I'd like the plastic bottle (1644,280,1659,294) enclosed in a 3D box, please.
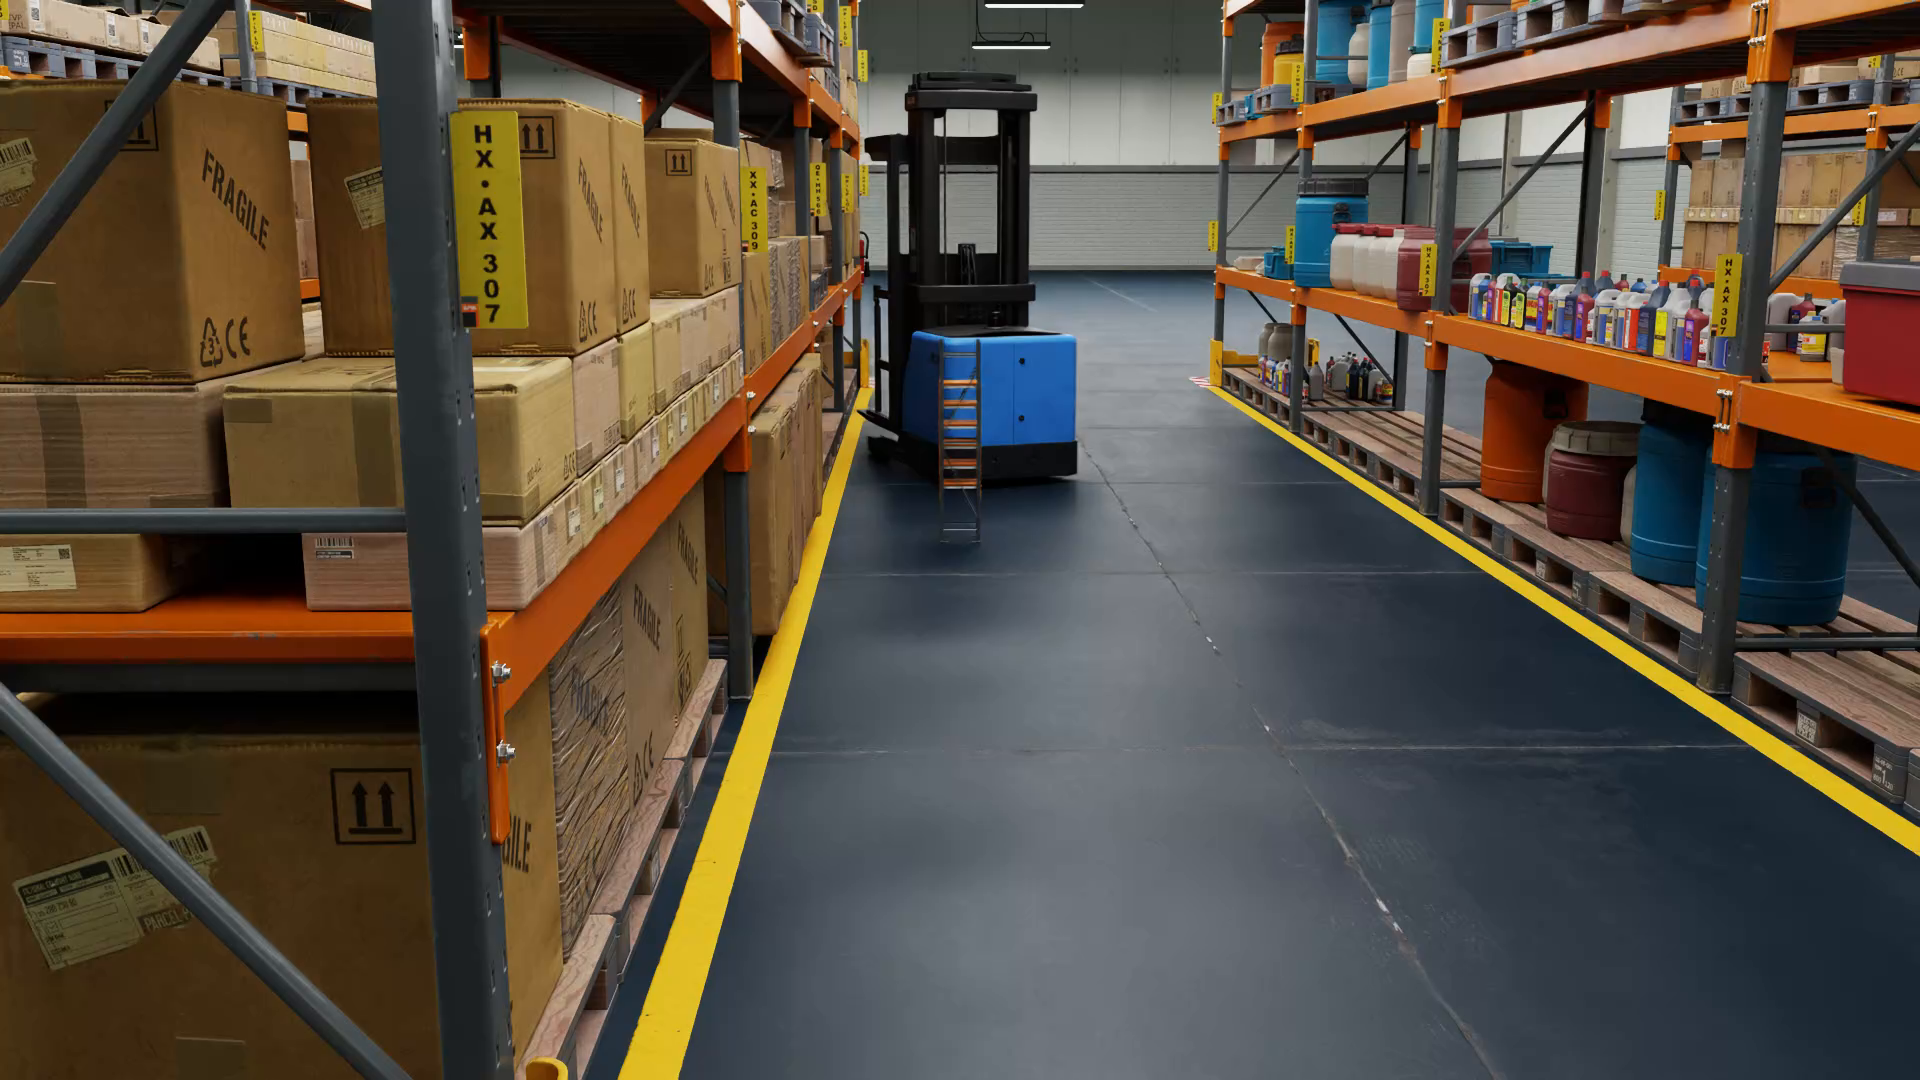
[{"bbox_3d":[3.945,-1.345,9.470,0.097,0.271,0.097,0,11,0],"label":"plastic bottle"}]

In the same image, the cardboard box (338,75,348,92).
[{"bbox_3d":[-6.188,-4.437,16.164,0.380,0.149,0.250,0,11,0],"label":"cardboard box"}]

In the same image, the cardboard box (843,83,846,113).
[{"bbox_3d":[-1.290,-4.000,15.066,0.500,0.250,0.500,0,11,-2],"label":"cardboard box"}]

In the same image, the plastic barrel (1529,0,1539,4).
[{"bbox_3d":[3.306,-3.022,9.198,0.294,0.245,0.294,0,11,0],"label":"plastic barrel"}]

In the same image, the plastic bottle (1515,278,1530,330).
[{"bbox_3d":[3.171,-1.324,9.335,0.061,0.283,0.133,0,11,-1],"label":"plastic bottle"}]

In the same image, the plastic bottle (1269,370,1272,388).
[{"bbox_3d":[3.085,-1.598,16.325,0.097,0.201,0.097,0,11,0],"label":"plastic bottle"}]

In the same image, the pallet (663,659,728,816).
[{"bbox_3d":[-1.418,0.700,6.077,1.003,0.211,1.213,0,11,-1],"label":"pallet"}]

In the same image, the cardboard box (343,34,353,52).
[{"bbox_3d":[-6.193,-4.877,16.329,0.380,0.149,0.250,0,11,-2],"label":"cardboard box"}]

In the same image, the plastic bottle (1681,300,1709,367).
[{"bbox_3d":[3.214,-0.904,7.264,0.061,0.283,0.133,0,11,-1],"label":"plastic bottle"}]

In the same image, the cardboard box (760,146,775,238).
[{"bbox_3d":[-1.429,-1.879,9.001,0.797,0.503,0.637,0,11,0],"label":"cardboard box"}]

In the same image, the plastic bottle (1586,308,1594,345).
[{"bbox_3d":[3.210,-1.087,8.370,0.097,0.201,0.097,0,11,0],"label":"plastic bottle"}]

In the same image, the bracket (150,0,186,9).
[{"bbox_3d":[-17.440,-11.881,36.936,0.076,0.066,4.783,0,11,-1],"label":"bracket"}]

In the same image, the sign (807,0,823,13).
[{"bbox_3d":[-0.883,-3.376,10.111,0.100,0.325,0.005,0,11,-1],"label":"sign"}]

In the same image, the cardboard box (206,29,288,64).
[{"bbox_3d":[-6.212,-4.303,14.504,0.500,0.250,0.500,0,11,-1],"label":"cardboard box"}]

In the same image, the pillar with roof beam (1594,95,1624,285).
[{"bbox_3d":[9.456,-9.629,34.890,9.100,9.000,0.548,0,11,-1],"label":"pillar with roof beam"}]

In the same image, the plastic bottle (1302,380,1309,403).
[{"bbox_3d":[3.112,-1.344,15.069,0.097,0.201,0.097,0,11,0],"label":"plastic bottle"}]

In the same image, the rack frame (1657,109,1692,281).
[{"bbox_3d":[8.301,-3.243,18.501,1.000,3.000,0.127,0,11,-1],"label":"rack frame"}]

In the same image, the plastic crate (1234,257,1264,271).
[{"bbox_3d":[3.045,-2.915,17.547,0.298,0.136,0.250,0,11,-1],"label":"plastic crate"}]

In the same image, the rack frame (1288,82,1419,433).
[{"bbox_3d":[3.431,-2.428,14.485,1.000,3.000,0.127,0,11,-1],"label":"rack frame"}]

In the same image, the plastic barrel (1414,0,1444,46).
[{"bbox_3d":[3.685,-3.784,12.361,0.600,0.901,0.708,0,11,-1],"label":"plastic barrel"}]

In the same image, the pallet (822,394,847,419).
[{"bbox_3d":[-1.570,-1.175,15.319,1.003,0.211,1.213,0,11,-1],"label":"pallet"}]

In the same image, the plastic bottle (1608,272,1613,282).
[{"bbox_3d":[3.948,-1.498,10.190,0.061,0.283,0.133,0,11,-1],"label":"plastic bottle"}]

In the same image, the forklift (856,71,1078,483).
[{"bbox_3d":[-0.100,-2.094,13.007,1.130,2.935,3.031,-4,12,-18],"label":"forklift"}]

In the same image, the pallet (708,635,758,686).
[{"bbox_3d":[-1.447,0.396,7.578,1.003,0.211,1.213,0,11,-1],"label":"pallet"}]

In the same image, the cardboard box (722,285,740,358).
[{"bbox_3d":[-1.084,-0.803,6.104,0.500,0.250,0.500,0,11,-2],"label":"cardboard box"}]

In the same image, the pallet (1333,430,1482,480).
[{"bbox_3d":[3.514,-0.663,12.795,1.003,0.211,1.213,0,11,-1],"label":"pallet"}]

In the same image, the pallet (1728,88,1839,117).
[{"bbox_3d":[8.317,-4.286,16.320,1.003,0.211,1.213,0,11,-1],"label":"pallet"}]

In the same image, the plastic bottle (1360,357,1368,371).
[{"bbox_3d":[3.825,-1.546,15.689,0.144,0.351,0.185,-1,11,-4],"label":"plastic bottle"}]

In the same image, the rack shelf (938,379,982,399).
[{"bbox_3d":[0.000,-0.900,9.891,0.258,0.103,0.180,0,11,-1],"label":"rack shelf"}]

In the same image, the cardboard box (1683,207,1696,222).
[{"bbox_3d":[8.093,-3.531,18.038,0.380,0.149,0.250,0,11,-2],"label":"cardboard box"}]

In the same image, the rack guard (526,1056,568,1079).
[{"bbox_3d":[-1.273,1.207,2.852,1.175,0.500,0.348,0,11,-1],"label":"rack guard"}]

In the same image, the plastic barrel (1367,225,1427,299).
[{"bbox_3d":[3.255,-2.072,12.387,0.433,0.535,0.433,0,11,0],"label":"plastic barrel"}]

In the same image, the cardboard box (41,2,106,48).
[{"bbox_3d":[-6.205,-3.508,11.334,0.500,0.250,0.500,0,11,0],"label":"cardboard box"}]

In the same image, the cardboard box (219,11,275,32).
[{"bbox_3d":[-6.150,-4.474,14.343,0.380,0.149,0.250,0,11,-1],"label":"cardboard box"}]

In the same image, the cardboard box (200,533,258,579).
[{"bbox_3d":[-1.617,-0.021,3.249,0.380,0.149,0.250,0,11,-1],"label":"cardboard box"}]

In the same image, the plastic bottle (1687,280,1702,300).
[{"bbox_3d":[3.390,-1.033,7.729,0.144,0.351,0.185,0,11,-1],"label":"plastic bottle"}]

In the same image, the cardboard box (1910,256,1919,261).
[{"bbox_3d":[8.437,-2.277,14.115,0.500,0.250,0.500,0,11,2],"label":"cardboard box"}]

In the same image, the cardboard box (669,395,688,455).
[{"bbox_3d":[-0.991,-0.329,4.770,0.380,0.149,0.250,0,11,0],"label":"cardboard box"}]

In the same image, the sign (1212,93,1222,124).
[{"bbox_3d":[2.798,-4.697,18.098,0.100,0.325,0.005,0,11,-1],"label":"sign"}]

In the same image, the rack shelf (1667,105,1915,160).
[{"bbox_3d":[8.342,-3.963,16.315,1.077,0.370,4.000,0,11,-1],"label":"rack shelf"}]

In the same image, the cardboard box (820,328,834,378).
[{"bbox_3d":[-1.561,-1.941,17.314,0.500,0.500,0.500,3,12,14],"label":"cardboard box"}]

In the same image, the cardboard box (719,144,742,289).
[{"bbox_3d":[-1.079,-1.167,6.012,0.500,0.500,0.500,0,11,0],"label":"cardboard box"}]

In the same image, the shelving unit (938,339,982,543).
[{"bbox_3d":[0.000,-0.591,9.954,0.258,1.200,0.189,0,11,-1],"label":"shelving unit"}]

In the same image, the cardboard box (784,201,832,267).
[{"bbox_3d":[-1.393,-2.320,12.636,0.797,0.503,0.637,1,12,5],"label":"cardboard box"}]

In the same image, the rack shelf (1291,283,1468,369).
[{"bbox_3d":[3.472,-1.678,12.597,1.077,0.370,4.000,0,11,-1],"label":"rack shelf"}]

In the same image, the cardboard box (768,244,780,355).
[{"bbox_3d":[-1.136,-1.159,7.975,0.500,0.500,0.500,0,11,-2],"label":"cardboard box"}]

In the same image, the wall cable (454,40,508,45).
[{"bbox_3d":[-14.015,-13.458,48.872,3.097,2.526,0.112,0,11,-1],"label":"wall cable"}]

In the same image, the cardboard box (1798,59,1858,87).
[{"bbox_3d":[8.475,-4.571,15.834,0.797,0.503,0.637,1,12,5],"label":"cardboard box"}]

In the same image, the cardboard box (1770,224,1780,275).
[{"bbox_3d":[8.332,-2.892,16.517,0.700,0.500,0.500,0,11,1],"label":"cardboard box"}]

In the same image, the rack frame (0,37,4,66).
[{"bbox_3d":[-6.399,-1.613,10.464,1.000,3.000,0.127,0,11,-1],"label":"rack frame"}]

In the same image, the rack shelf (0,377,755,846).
[{"bbox_3d":[-1.314,-0.068,4.658,1.077,0.370,4.000,0,11,-1],"label":"rack shelf"}]

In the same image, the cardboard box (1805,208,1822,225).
[{"bbox_3d":[8.146,-3.022,15.526,0.380,0.149,0.250,0,11,-1],"label":"cardboard box"}]

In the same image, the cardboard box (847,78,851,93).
[{"bbox_3d":[-1.266,-4.483,16.440,0.380,0.149,0.250,-1,11,-4],"label":"cardboard box"}]

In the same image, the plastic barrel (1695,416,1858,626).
[{"bbox_3d":[3.602,-0.124,7.347,0.600,0.901,0.708,0,11,-1],"label":"plastic barrel"}]
